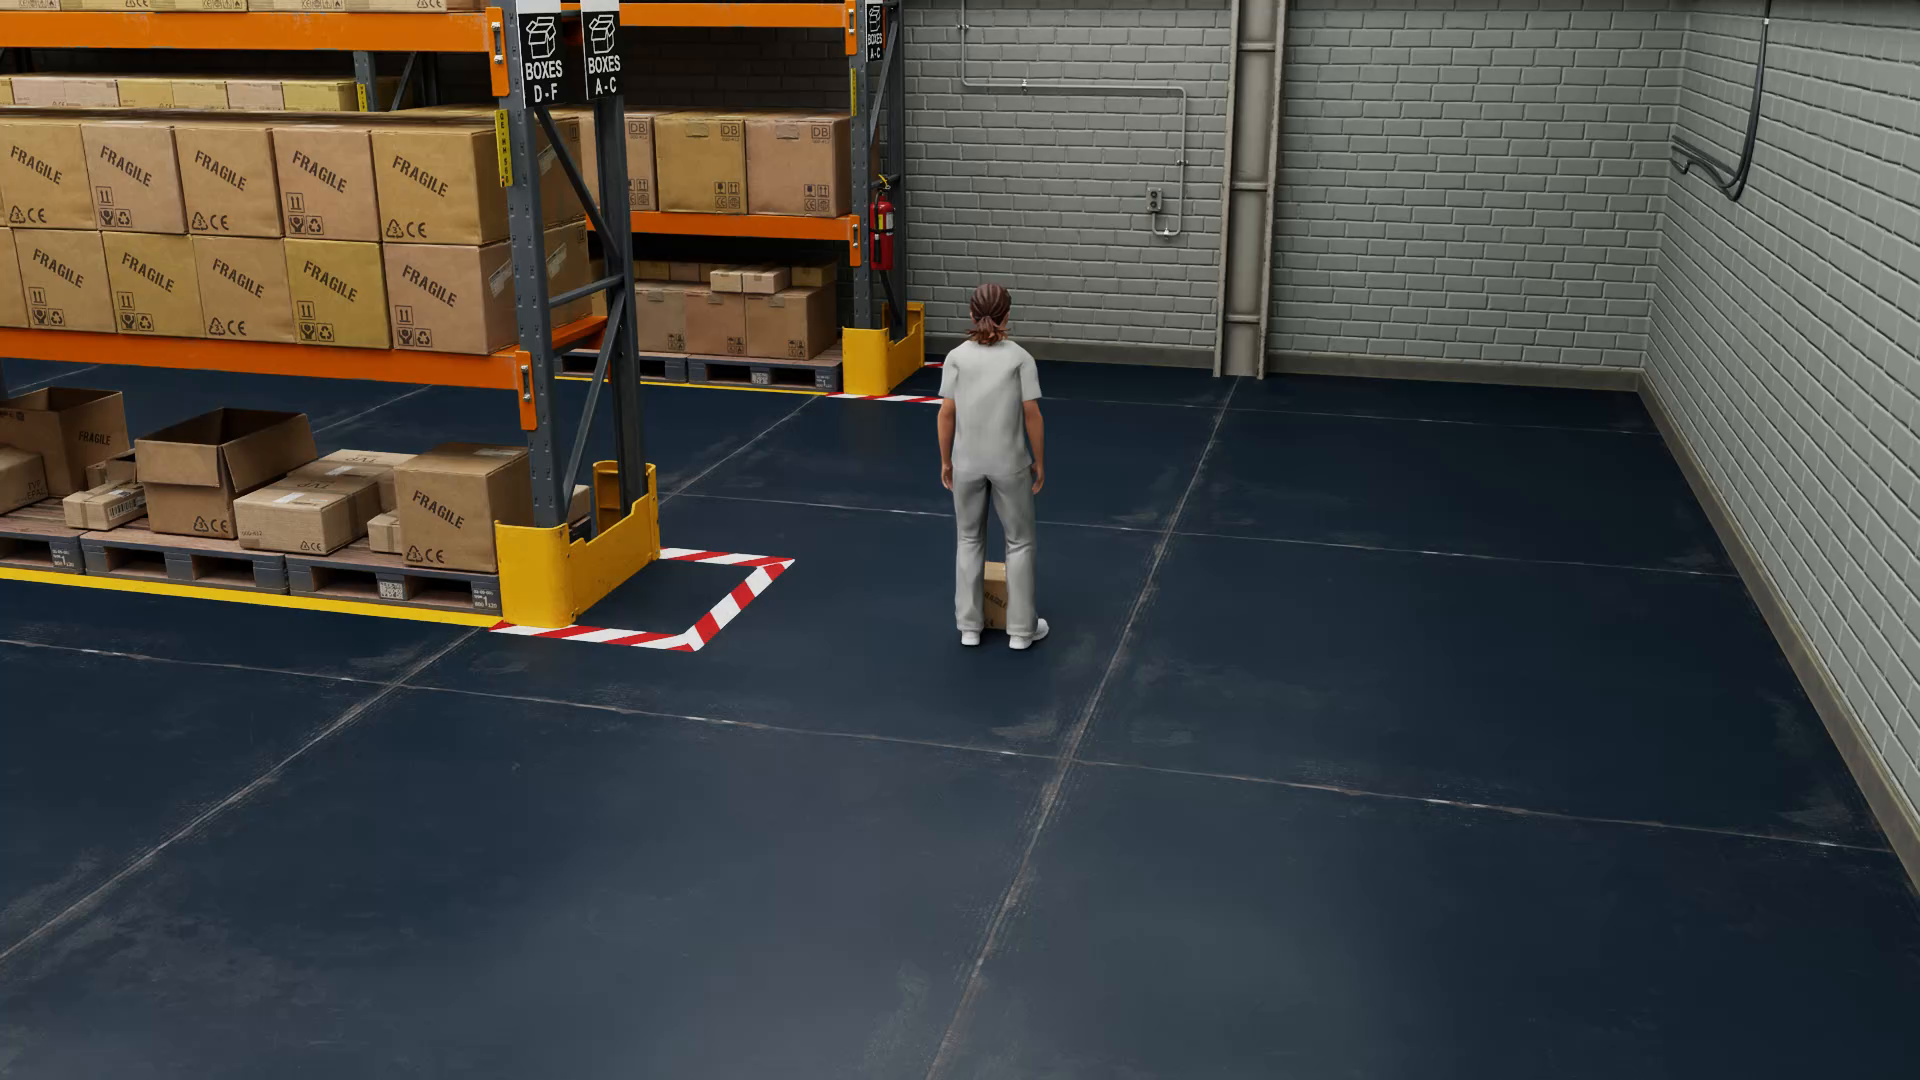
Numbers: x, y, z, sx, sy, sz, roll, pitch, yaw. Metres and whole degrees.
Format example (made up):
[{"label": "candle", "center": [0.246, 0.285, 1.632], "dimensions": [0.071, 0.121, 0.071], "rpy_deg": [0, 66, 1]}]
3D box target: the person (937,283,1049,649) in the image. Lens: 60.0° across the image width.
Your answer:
[{"label": "person", "center": [0.151, -0.328, 7.551], "dimensions": [0.499, 1.671, 0.362], "rpy_deg": [4, 19, 11]}]
